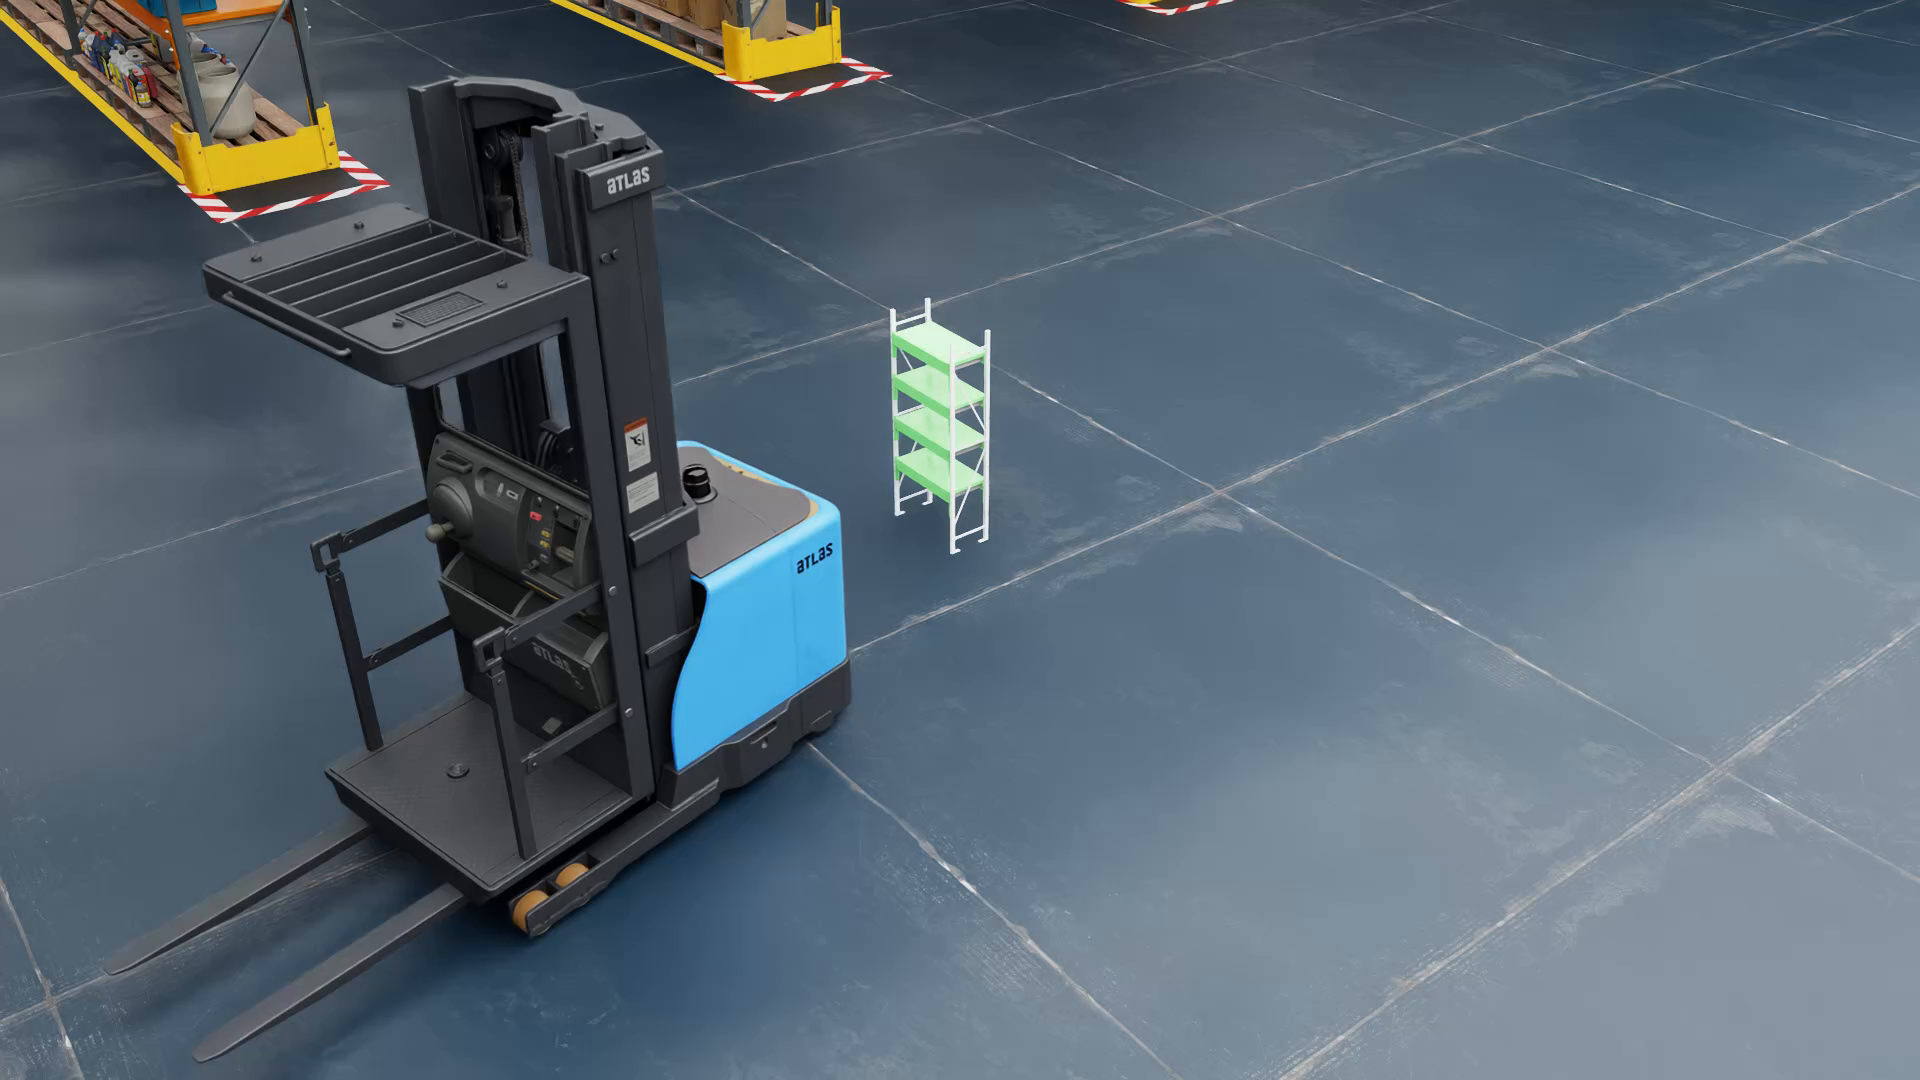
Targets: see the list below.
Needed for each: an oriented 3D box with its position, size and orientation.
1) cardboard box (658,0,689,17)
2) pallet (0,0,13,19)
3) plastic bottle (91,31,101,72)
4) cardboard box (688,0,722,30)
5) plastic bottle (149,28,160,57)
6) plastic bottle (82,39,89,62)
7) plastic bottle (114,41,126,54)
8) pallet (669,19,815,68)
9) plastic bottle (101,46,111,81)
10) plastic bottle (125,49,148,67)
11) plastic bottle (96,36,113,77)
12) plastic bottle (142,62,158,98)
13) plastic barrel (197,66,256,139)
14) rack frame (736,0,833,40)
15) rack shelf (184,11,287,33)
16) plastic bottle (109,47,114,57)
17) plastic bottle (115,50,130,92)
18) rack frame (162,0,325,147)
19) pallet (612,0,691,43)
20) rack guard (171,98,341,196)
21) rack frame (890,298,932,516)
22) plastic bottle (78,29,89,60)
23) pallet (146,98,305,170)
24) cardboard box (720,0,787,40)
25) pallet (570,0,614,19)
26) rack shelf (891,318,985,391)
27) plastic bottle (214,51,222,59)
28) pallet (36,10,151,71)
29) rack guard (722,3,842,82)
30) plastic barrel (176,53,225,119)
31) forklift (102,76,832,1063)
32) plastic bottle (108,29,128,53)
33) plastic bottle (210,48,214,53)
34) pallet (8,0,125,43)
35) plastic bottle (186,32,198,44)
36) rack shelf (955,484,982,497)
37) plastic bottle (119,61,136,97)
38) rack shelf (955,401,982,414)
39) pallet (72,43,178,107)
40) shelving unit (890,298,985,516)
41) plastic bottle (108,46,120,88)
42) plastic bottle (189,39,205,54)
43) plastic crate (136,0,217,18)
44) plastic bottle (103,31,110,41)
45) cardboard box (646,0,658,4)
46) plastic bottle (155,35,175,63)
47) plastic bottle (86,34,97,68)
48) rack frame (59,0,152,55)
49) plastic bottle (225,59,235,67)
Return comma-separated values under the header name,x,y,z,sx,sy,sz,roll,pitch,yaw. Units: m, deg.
name,x,y,z,sx,sy,sz,roll,pitch,yaw
cardboard box,-2.789,-5.710,17.071,0.500,0.500,0.500,-19,36,-27
pallet,-10.030,-6.034,18.265,1.003,0.211,1.213,-22,38,-31
plastic bottle,-7.855,-4.478,15.210,0.144,0.351,0.185,-21,38,-30
cardboard box,-2.420,-5.443,16.641,0.614,0.500,0.614,-22,38,-31
plastic bottle,-7.513,-4.727,15.611,0.144,0.351,0.185,-22,38,-31
plastic bottle,-8.111,-4.568,15.497,0.097,0.201,0.097,0,32,0
plastic bottle,-7.671,-4.423,15.197,0.097,0.271,0.097,0,32,0
pallet,-2.174,-5.019,16.632,1.003,0.211,1.213,-22,38,-31
plastic bottle,-7.671,-4.288,14.969,0.061,0.283,0.133,-20,37,-29
plastic bottle,-7.377,-4.249,14.912,0.152,0.276,0.135,-22,38,-31
plastic bottle,-7.739,-4.399,15.084,0.144,0.351,0.185,-24,39,-33
plastic bottle,-7.091,-4.025,14.545,0.061,0.283,0.133,-22,38,-31
plastic barrel,-6.033,-3.591,13.649,0.421,0.512,0.421,0,32,0
rack frame,-1.657,-5.822,15.281,1.000,3.000,0.127,-22,38,-31
rack shelf,-6.796,-4.809,14.195,0.831,0.071,3.687,-22,38,-31
plastic bottle,-7.619,-4.316,15.026,0.097,0.271,0.097,0,32,0
plastic bottle,-7.364,-4.145,14.674,0.144,0.351,0.185,-21,37,-29
rack frame,-5.569,-4.220,12.701,1.000,3.000,0.127,-22,38,-31
pallet,-2.918,-5.528,17.450,1.003,0.211,1.213,-22,38,-31
rack guard,-5.653,-3.174,13.387,1.175,0.500,0.348,-22,38,-31
rack frame,-0.251,-0.680,8.708,0.240,1.200,0.015,-22,38,-31
plastic bottle,-8.173,-4.640,15.547,0.097,0.271,0.097,0,32,0
pallet,-6.147,-3.392,14.011,1.003,0.211,1.213,-22,38,-31
cardboard box,-2.026,-5.205,16.258,0.500,0.500,0.500,-15,35,-23
pallet,-3.670,-6.036,18.269,1.003,0.211,1.213,-22,38,-31
rack shelf,-0.101,-0.932,8.325,0.258,0.148,0.480,-22,38,-31
plastic bottle,-6.645,-4.247,14.914,0.097,0.271,0.097,0,32,0
pallet,-8.534,-5.017,16.628,1.003,0.211,1.213,-22,38,-31
rack guard,-1.703,-4.792,15.992,1.175,0.500,0.348,-22,38,-31
plastic barrel,-6.340,-3.800,13.985,0.421,0.512,0.421,0,32,0
forklift,-1.818,-0.044,6.043,1.121,2.935,3.031,24,39,33
plastic bottle,-7.741,-4.525,15.286,0.144,0.351,0.185,-22,38,-31
plastic bottle,-6.706,-4.289,14.981,0.097,0.271,0.097,0,32,0
pallet,-9.287,-5.526,17.447,1.003,0.211,1.213,-22,38,-31
plastic bottle,-7.084,-4.559,15.341,0.144,0.351,0.185,-23,38,-32
rack shelf,-0.102,-0.345,8.690,0.199,0.029,0.442,-22,38,-31
plastic bottle,-7.260,-4.045,14.584,0.152,0.276,0.135,-23,39,-33
rack shelf,-0.101,-0.753,8.437,0.199,0.029,0.442,-22,38,-31
pallet,-7.643,-4.409,15.649,1.003,0.211,1.213,-22,38,-31
shelving unit,-0.105,-0.581,8.548,0.258,1.200,0.492,-22,38,-31
plastic bottle,-7.478,-4.222,14.799,0.144,0.351,0.185,-23,38,-32
plastic bottle,-6.987,-4.458,15.249,0.152,0.276,0.135,-22,38,-31
plastic crate,-7.911,-5.581,14.833,0.499,0.464,6.483,-22,38,-31
plastic bottle,-7.869,-4.554,15.397,0.061,0.283,0.133,-22,38,-31
cardboard box,-3.096,-5.957,17.469,0.500,0.500,0.500,-26,40,-35
plastic bottle,-7.383,-4.603,15.483,0.152,0.276,0.135,-22,38,-31
plastic bottle,-7.953,-4.516,15.343,0.152,0.276,0.135,-21,37,-30
rack frame,-8.022,-5.887,15.385,1.000,3.000,0.127,-22,38,-31
plastic bottle,-6.435,-4.104,14.684,0.097,0.271,0.097,0,32,0
